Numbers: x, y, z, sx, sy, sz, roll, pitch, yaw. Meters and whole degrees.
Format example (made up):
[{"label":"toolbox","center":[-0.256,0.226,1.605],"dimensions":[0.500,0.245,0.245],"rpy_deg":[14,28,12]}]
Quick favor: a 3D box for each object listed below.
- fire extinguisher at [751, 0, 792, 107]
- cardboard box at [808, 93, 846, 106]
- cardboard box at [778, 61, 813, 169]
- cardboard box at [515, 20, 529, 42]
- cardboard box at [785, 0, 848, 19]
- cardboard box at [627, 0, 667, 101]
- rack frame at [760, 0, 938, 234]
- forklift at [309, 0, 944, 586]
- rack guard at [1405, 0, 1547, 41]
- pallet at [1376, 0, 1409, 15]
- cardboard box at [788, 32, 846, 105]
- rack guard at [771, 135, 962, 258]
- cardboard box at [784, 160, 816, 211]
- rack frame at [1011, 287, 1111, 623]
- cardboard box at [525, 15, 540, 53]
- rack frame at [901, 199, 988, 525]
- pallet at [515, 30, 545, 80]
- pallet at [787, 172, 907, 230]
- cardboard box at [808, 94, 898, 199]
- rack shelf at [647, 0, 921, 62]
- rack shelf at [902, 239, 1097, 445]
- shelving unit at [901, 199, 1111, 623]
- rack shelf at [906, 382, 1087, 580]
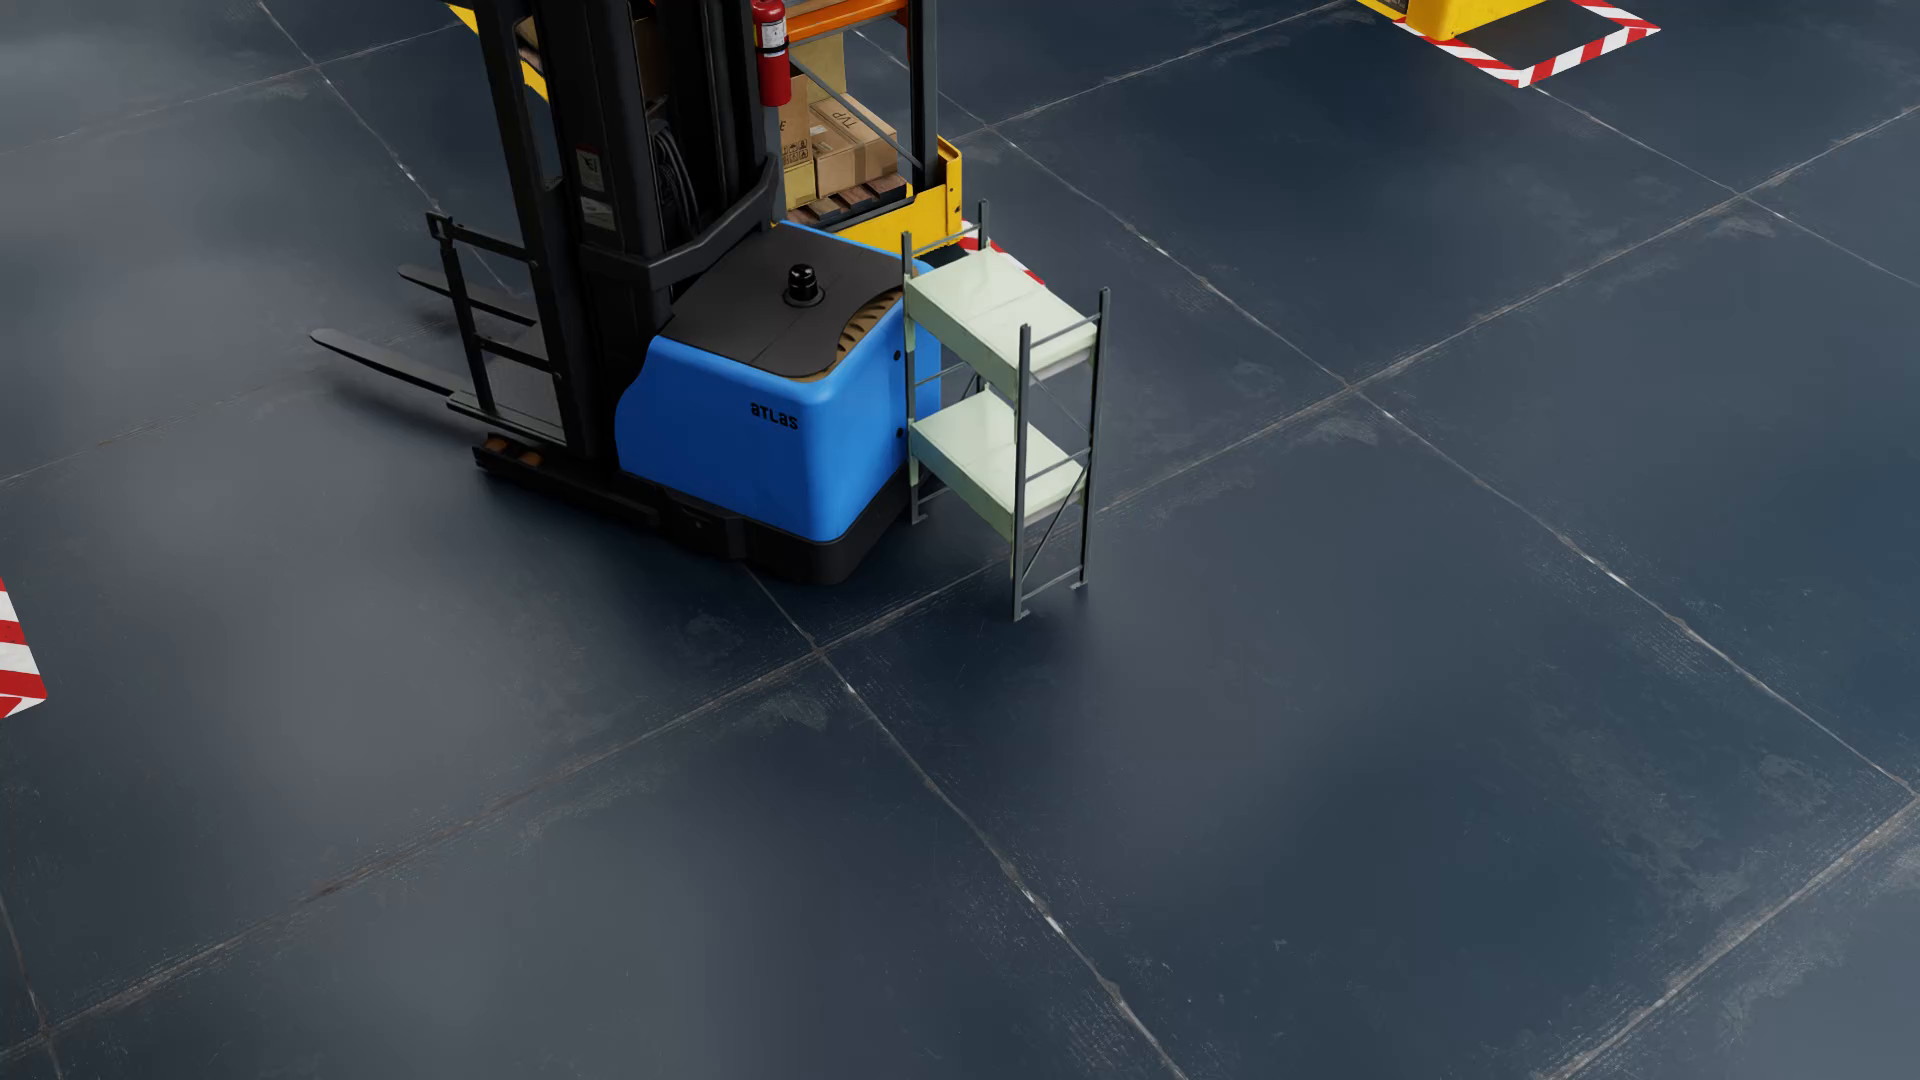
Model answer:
[{"label":"fire extinguisher","center":[-0.871,-2.307,7.541],"dimensions":[0.296,0.674,0.183],"rpy_deg":[-26,49,-24]},{"label":"cardboard box","center":[-0.971,-2.416,9.286],"dimensions":[0.500,0.250,0.500],"rpy_deg":[-26,49,-24]},{"label":"cardboard box","center":[-1.108,-2.200,8.517],"dimensions":[0.500,0.500,0.500],"rpy_deg":[-26,49,-24]},{"label":"cardboard box","center":[-2.547,-3.340,10.255],"dimensions":[0.500,0.250,0.500],"rpy_deg":[-26,49,-24]},{"label":"cardboard box","center":[-0.814,-2.891,8.024],"dimensions":[0.700,0.500,0.500],"rpy_deg":[-26,49,-24]},{"label":"cardboard box","center":[-1.692,-2.760,9.104],"dimensions":[0.500,0.500,0.500],"rpy_deg":[-26,49,-24]},{"label":"rack frame","center":[-0.557,-2.585,7.777],"dimensions":[1.000,3.000,0.127],"rpy_deg":[-26,49,-24]},{"label":"forklift","center":[-1.616,-1.597,6.791],"dimensions":[3.031,2.935,1.130],"rpy_deg":[20,47,20]},{"label":"rack guard","center":[3.426,-3.660,10.713],"dimensions":[1.175,0.500,0.348],"rpy_deg":[-26,49,-24]},{"label":"pallet","center":[2.965,-4.018,11.297],"dimensions":[1.003,0.211,1.213],"rpy_deg":[-26,49,-24]},{"label":"cardboard box","center":[-0.969,-2.688,9.028],"dimensions":[0.500,0.500,0.500],"rpy_deg":[-26,49,-24]},{"label":"rack guard","center":[-0.543,-1.667,8.625],"dimensions":[1.175,0.500,0.348],"rpy_deg":[-26,49,-24]},{"label":"cardboard box","center":[-1.106,-1.929,8.777],"dimensions":[0.500,0.250,0.500],"rpy_deg":[-26,49,-24]},{"label":"rack frame","center":[0.378,-0.288,6.456],"dimensions":[0.400,1.500,0.023],"rpy_deg":[-27,50,-25]},{"label":"cardboard box","center":[-2.265,-3.055,9.956],"dimensions":[0.500,0.250,0.500],"rpy_deg":[-26,49,-24]},{"label":"rack frame","center":[-0.057,-0.695,6.882],"dimensions":[0.400,1.500,0.023],"rpy_deg":[-27,50,-25]},{"label":"pallet","center":[-2.425,-3.375,10.623],"dimensions":[1.003,0.211,1.213],"rpy_deg":[-26,49,-24]},{"label":"pallet","center":[-1.029,-1.993,9.176],"dimensions":[1.003,0.211,1.213],"rpy_deg":[-26,49,-24]},{"label":"cardboard box","center":[-0.682,-2.134,8.991],"dimensions":[0.500,0.250,0.500],"rpy_deg":[-26,49,-24]},{"label":"rack shelf","center":[-1.701,-3.458,9.211],"dimensions":[1.077,0.370,4.000],"rpy_deg":[-26,49,-24]},{"label":"rack shelf","center":[0.161,-0.773,6.400],"dimensions":[0.431,0.370,0.720],"rpy_deg":[-27,50,-25]},{"label":"shelving unit","center":[0.161,-0.491,6.669],"dimensions":[0.431,1.500,0.755],"rpy_deg":[-27,50,-25]},{"label":"rack shelf","center":[0.161,-0.255,6.894],"dimensions":[0.431,0.370,0.720],"rpy_deg":[-27,50,-25]}]
